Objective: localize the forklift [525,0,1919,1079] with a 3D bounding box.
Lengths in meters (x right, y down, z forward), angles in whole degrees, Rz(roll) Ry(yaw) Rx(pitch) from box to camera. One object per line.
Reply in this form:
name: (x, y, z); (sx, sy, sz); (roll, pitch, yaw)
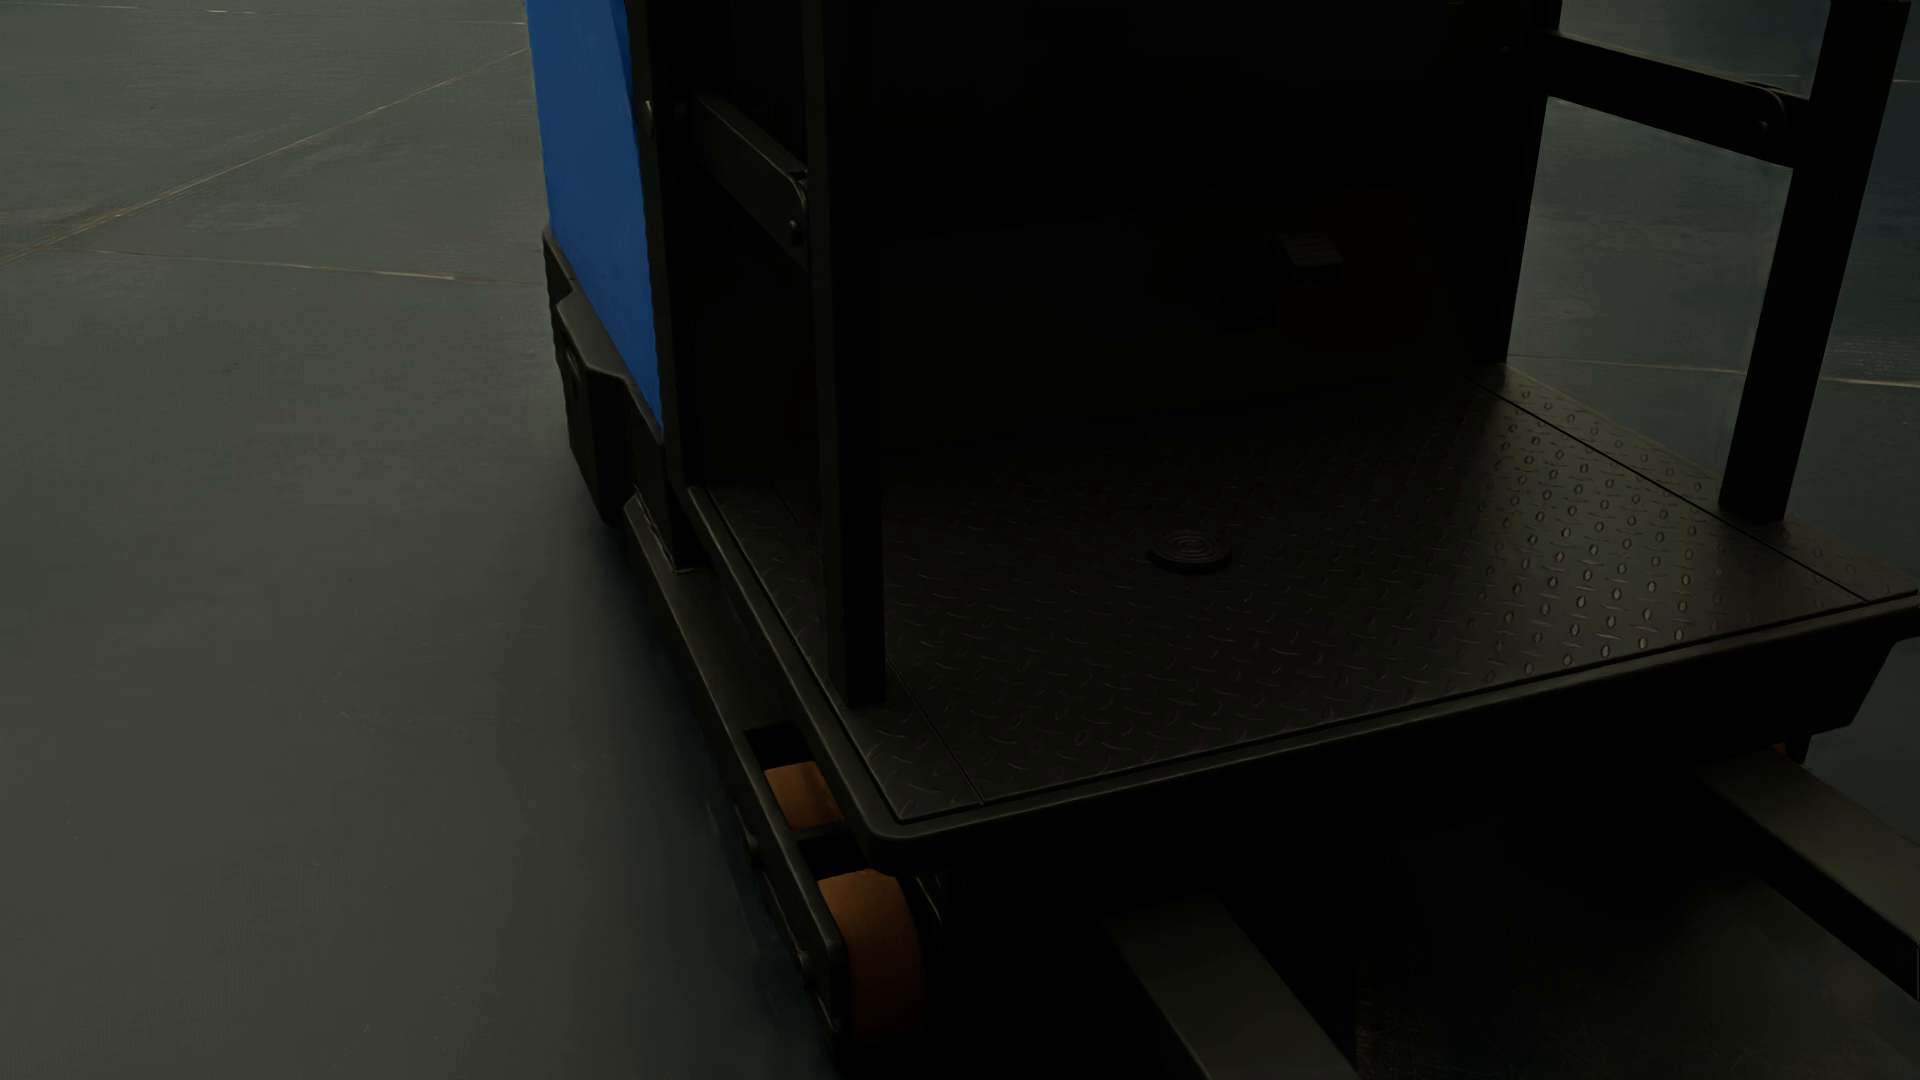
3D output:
forklift: (0.277, -1.047, 1.322); (1.130, 2.935, 3.031); (-10, 28, -19)
